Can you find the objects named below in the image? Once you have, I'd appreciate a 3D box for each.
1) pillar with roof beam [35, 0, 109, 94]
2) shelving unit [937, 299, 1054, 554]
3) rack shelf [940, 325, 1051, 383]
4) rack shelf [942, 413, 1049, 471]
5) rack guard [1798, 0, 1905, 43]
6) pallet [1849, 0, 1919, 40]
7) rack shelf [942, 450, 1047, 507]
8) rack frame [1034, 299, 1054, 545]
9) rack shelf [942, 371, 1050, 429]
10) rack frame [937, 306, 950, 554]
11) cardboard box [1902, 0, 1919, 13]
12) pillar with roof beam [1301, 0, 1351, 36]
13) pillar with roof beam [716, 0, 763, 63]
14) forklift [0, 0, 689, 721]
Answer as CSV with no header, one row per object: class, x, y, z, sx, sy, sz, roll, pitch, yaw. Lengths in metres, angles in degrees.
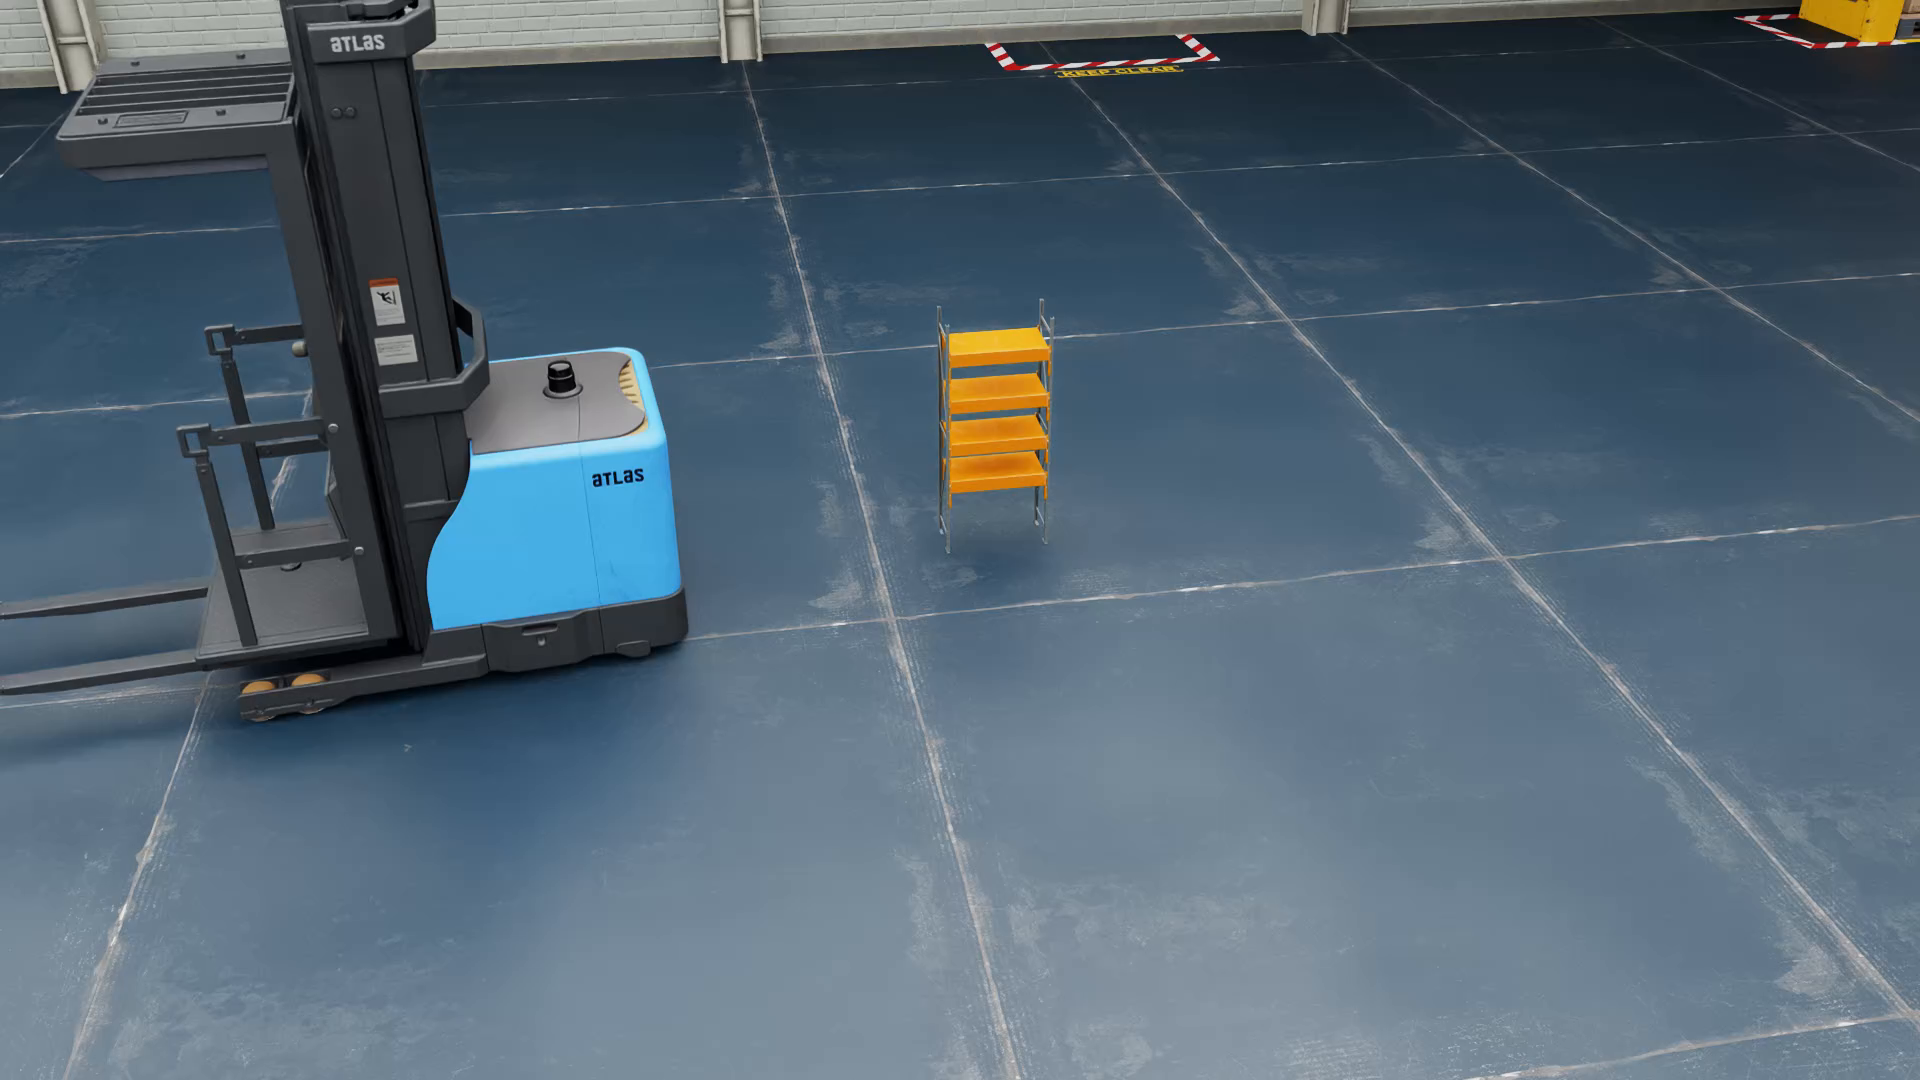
pillar with roof beam,-7.266,-5.902,9.409,0.400,9.000,9.100,-5,31,-9
shelving unit,0.163,-0.532,7.972,0.503,1.200,0.258,-5,31,-9
rack shelf,0.163,-0.871,7.772,0.480,0.148,0.258,-5,31,-9
rack shelf,0.163,-0.474,8.006,0.480,0.148,0.258,-5,31,-9
rack guard,9.206,-5.539,17.178,0.348,0.500,1.175,-5,31,-9
pallet,10.011,-5.471,17.347,1.213,0.211,1.003,-5,31,-9
rack shelf,0.163,-0.303,8.106,0.480,0.148,0.258,-5,31,-9
rack frame,0.403,-0.555,8.009,0.015,1.200,0.240,-5,31,-9
rack shelf,0.163,-0.667,7.892,0.480,0.148,0.258,-5,31,-9
rack frame,-0.077,-0.510,7.934,0.015,1.200,0.240,-5,31,-9
cardboard box,9.828,-5.659,17.133,0.500,0.311,0.500,-9,32,-15
pillar with roof beam,4.537,-6.997,11.272,0.400,9.000,9.100,-5,31,-9
pillar with roof beam,-1.364,-6.449,10.340,0.400,9.000,9.100,-5,31,-9
forklift,-2.786,-0.803,6.724,3.031,2.935,1.130,-8,31,-13
